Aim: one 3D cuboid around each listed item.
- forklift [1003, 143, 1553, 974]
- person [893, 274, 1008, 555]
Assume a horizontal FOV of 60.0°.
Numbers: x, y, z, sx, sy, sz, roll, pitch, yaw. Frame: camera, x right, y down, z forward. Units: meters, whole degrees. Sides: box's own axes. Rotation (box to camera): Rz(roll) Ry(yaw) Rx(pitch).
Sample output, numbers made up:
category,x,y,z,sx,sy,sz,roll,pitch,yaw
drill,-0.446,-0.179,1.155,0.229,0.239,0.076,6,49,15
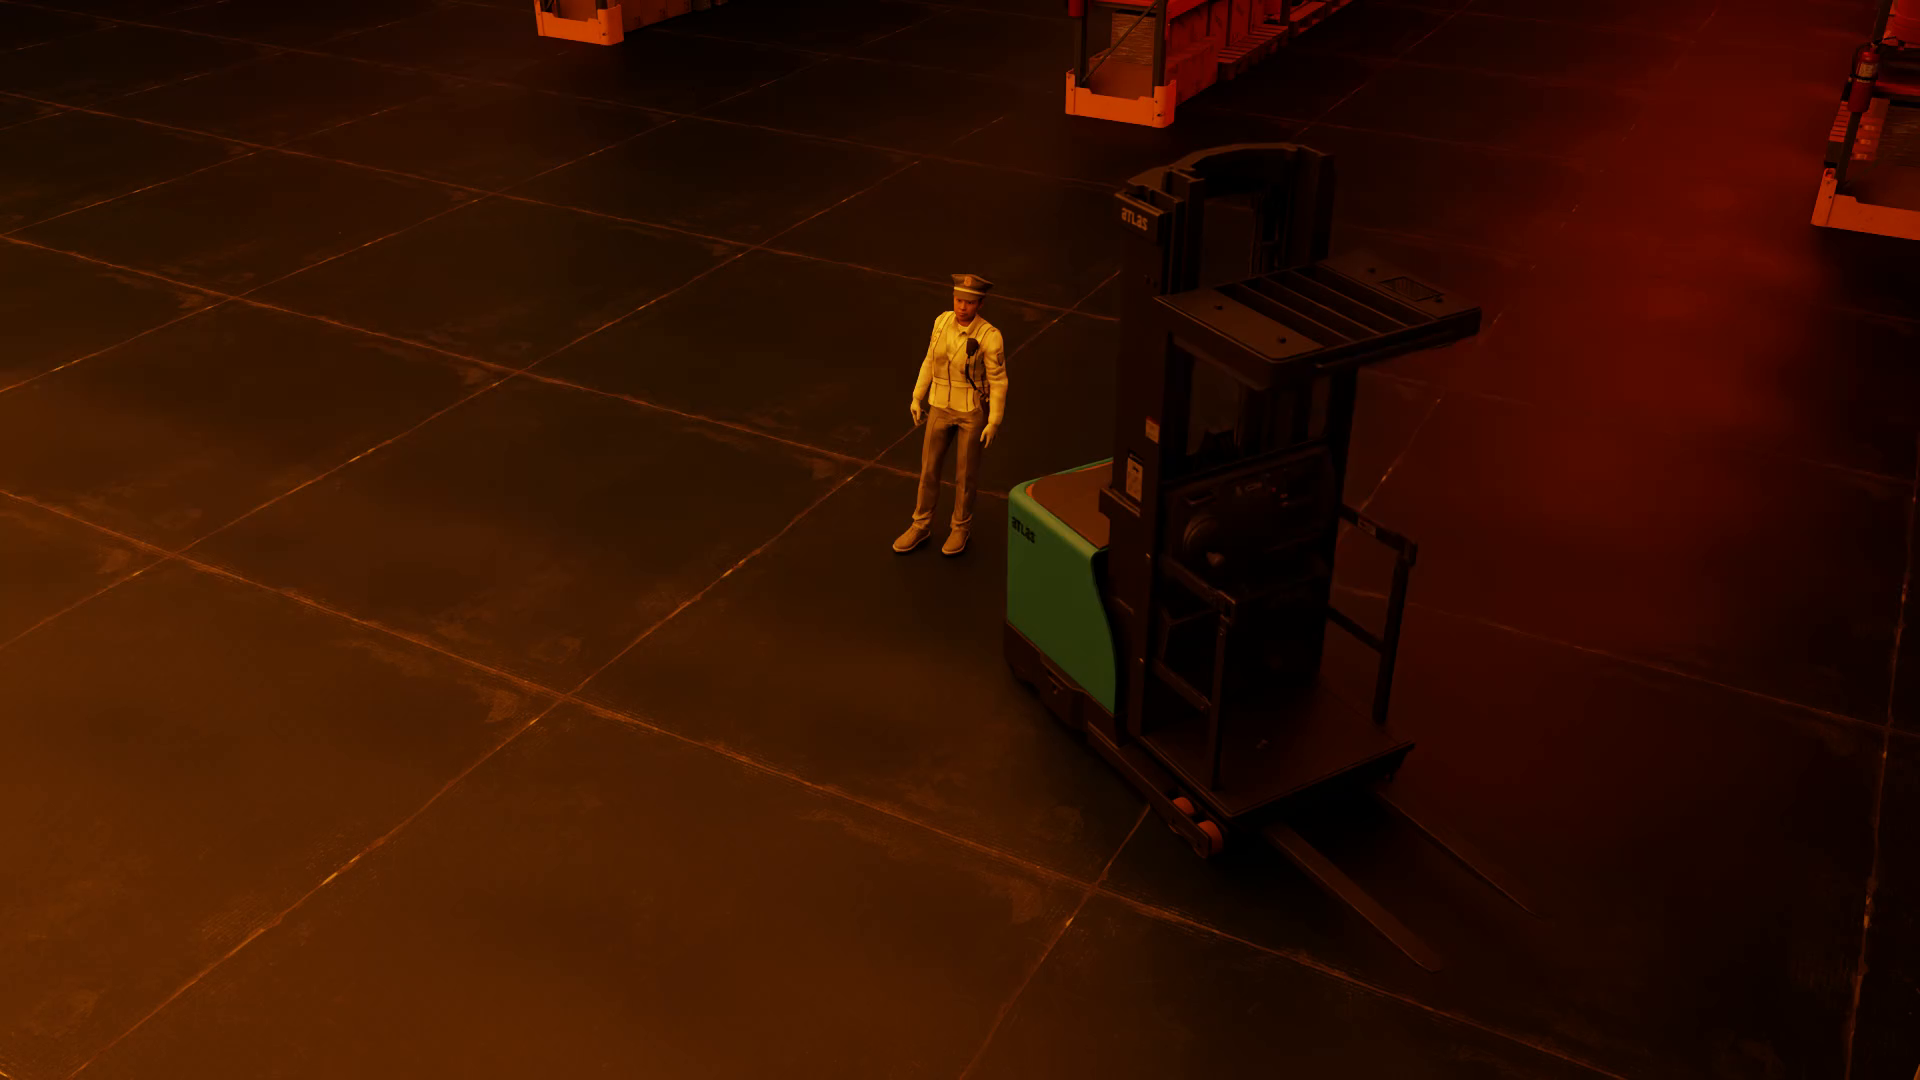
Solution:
category,x,y,z,sx,sy,sz,roll,pitch,yaw
forklift,1.404,-0.098,7.240,1.130,2.935,3.031,-16,34,-26
person,-0.039,-0.711,9.526,0.587,1.694,0.529,15,33,25
